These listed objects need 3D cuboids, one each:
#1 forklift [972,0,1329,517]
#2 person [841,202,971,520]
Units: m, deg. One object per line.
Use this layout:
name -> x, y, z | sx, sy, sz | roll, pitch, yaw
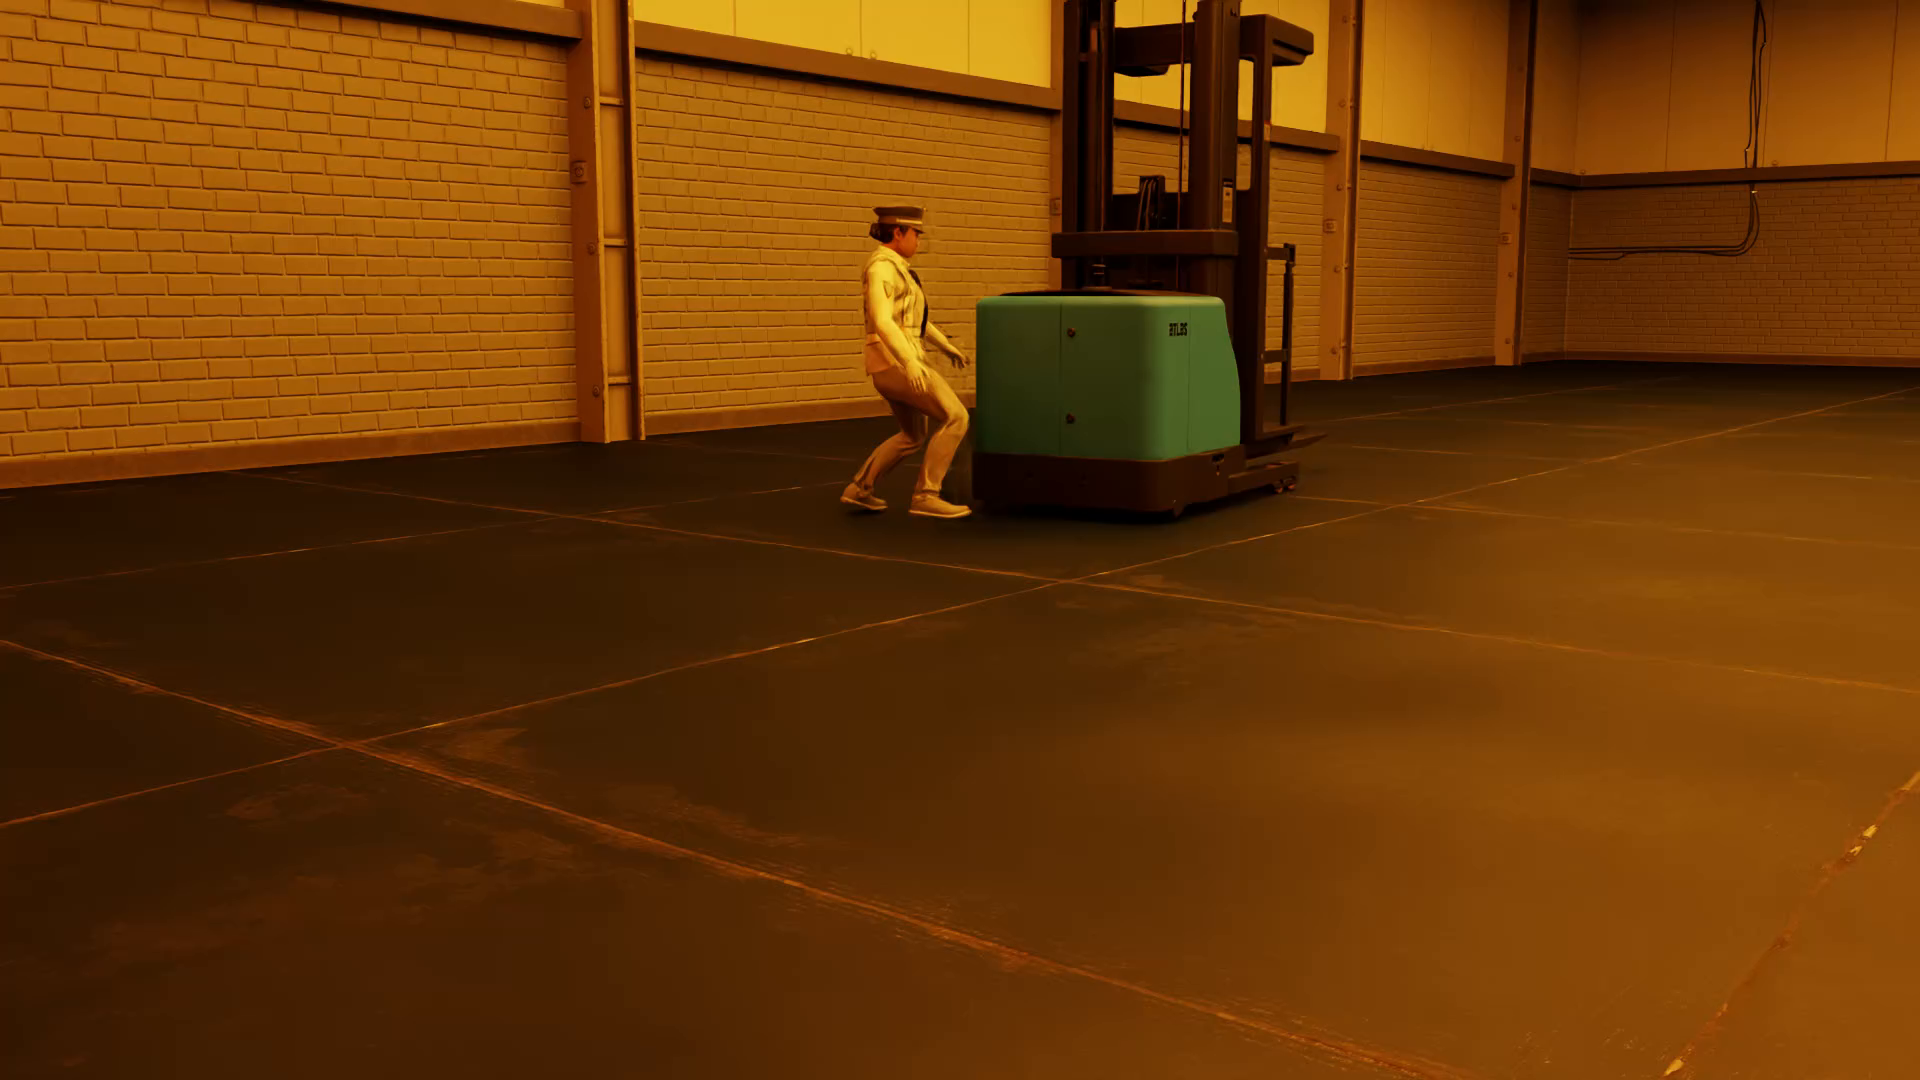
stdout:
forklift -> 1.248, -1.733, 9.123 | 1.130, 2.935, 3.031 | 5, 10, 30
person -> -0.266, -0.849, 7.951 | 0.688, 1.506, 0.881 | 1, 8, 4
